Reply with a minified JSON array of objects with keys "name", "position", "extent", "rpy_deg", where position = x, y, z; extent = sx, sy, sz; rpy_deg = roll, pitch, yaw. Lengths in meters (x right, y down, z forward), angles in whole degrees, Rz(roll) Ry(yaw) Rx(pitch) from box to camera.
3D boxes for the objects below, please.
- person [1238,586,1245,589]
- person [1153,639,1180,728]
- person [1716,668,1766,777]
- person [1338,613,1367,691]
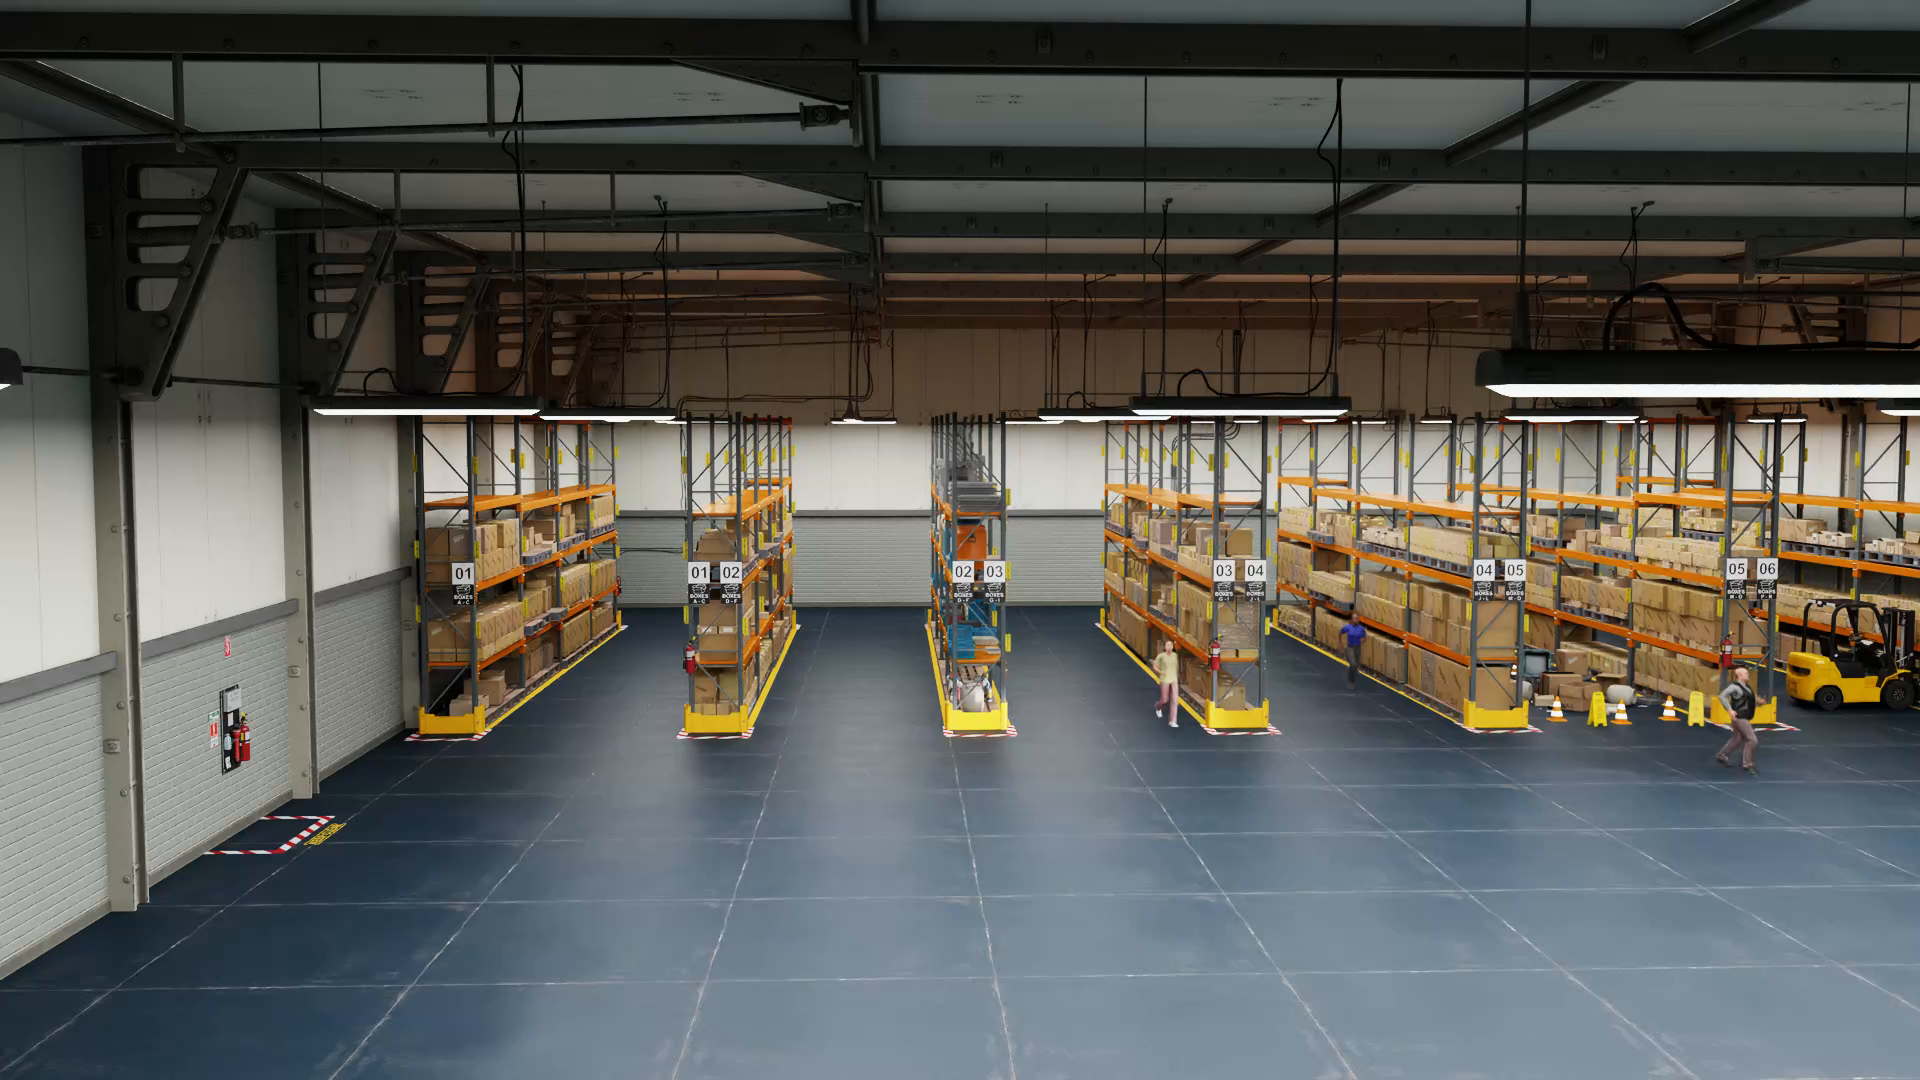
[{"name":"person","position":[7.898,1.688,47.704],"extent":[0.646,1.628,0.683],"rpy_deg":[3,5,39]},{"name":"person","position":[3.990,2.725,31.885],"extent":[0.574,1.650,0.918],"rpy_deg":[-1,4,-14]},{"name":"person","position":[12.883,2.994,27.449],"extent":[0.776,1.778,0.630],"rpy_deg":[3,5,42]},{"name":"person","position":[8.577,2.489,36.239],"extent":[0.536,1.590,0.801],"rpy_deg":[-1,4,-9]}]
